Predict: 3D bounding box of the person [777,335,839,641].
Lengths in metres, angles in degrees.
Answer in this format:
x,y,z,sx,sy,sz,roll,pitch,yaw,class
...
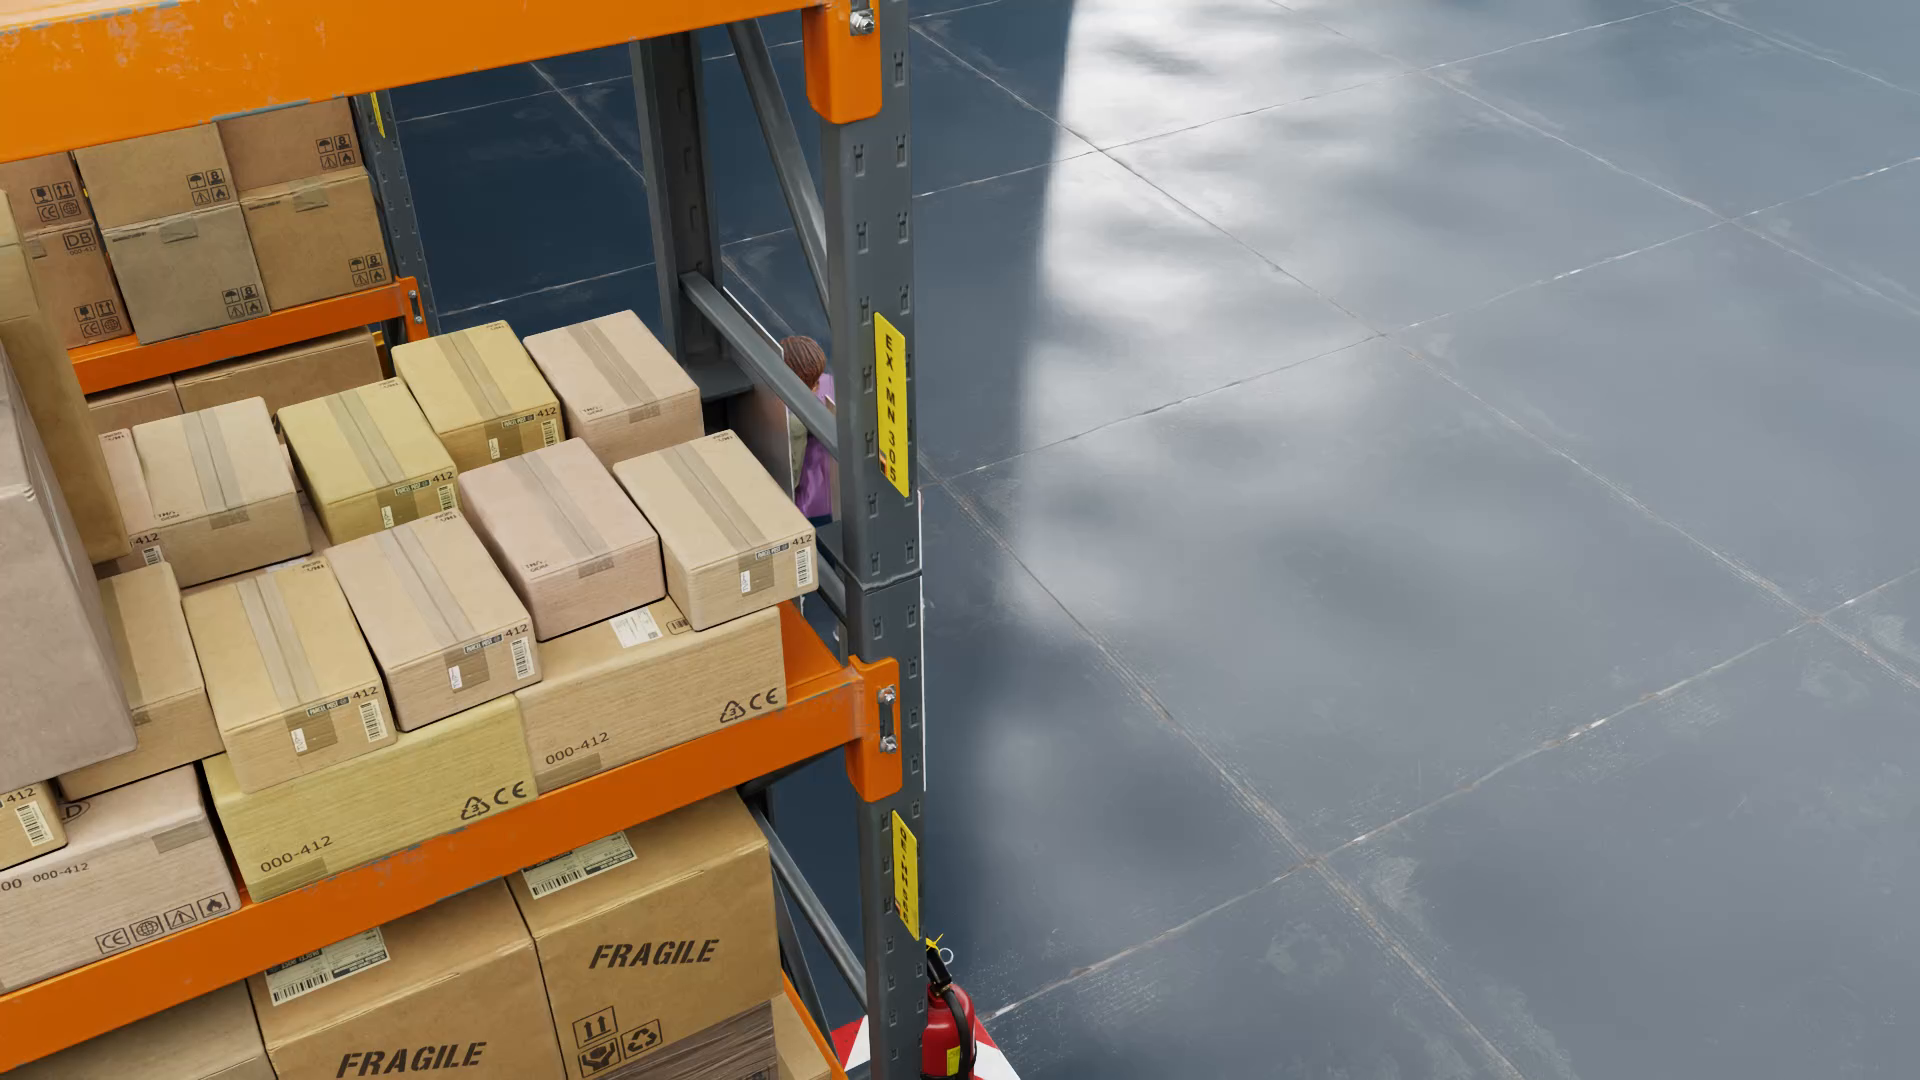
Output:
x,y,z,sx,sy,sz,roll,pitch,yaw,class
-0.701,-0.206,7.190,0.826,1.567,0.467,10,39,13,person
